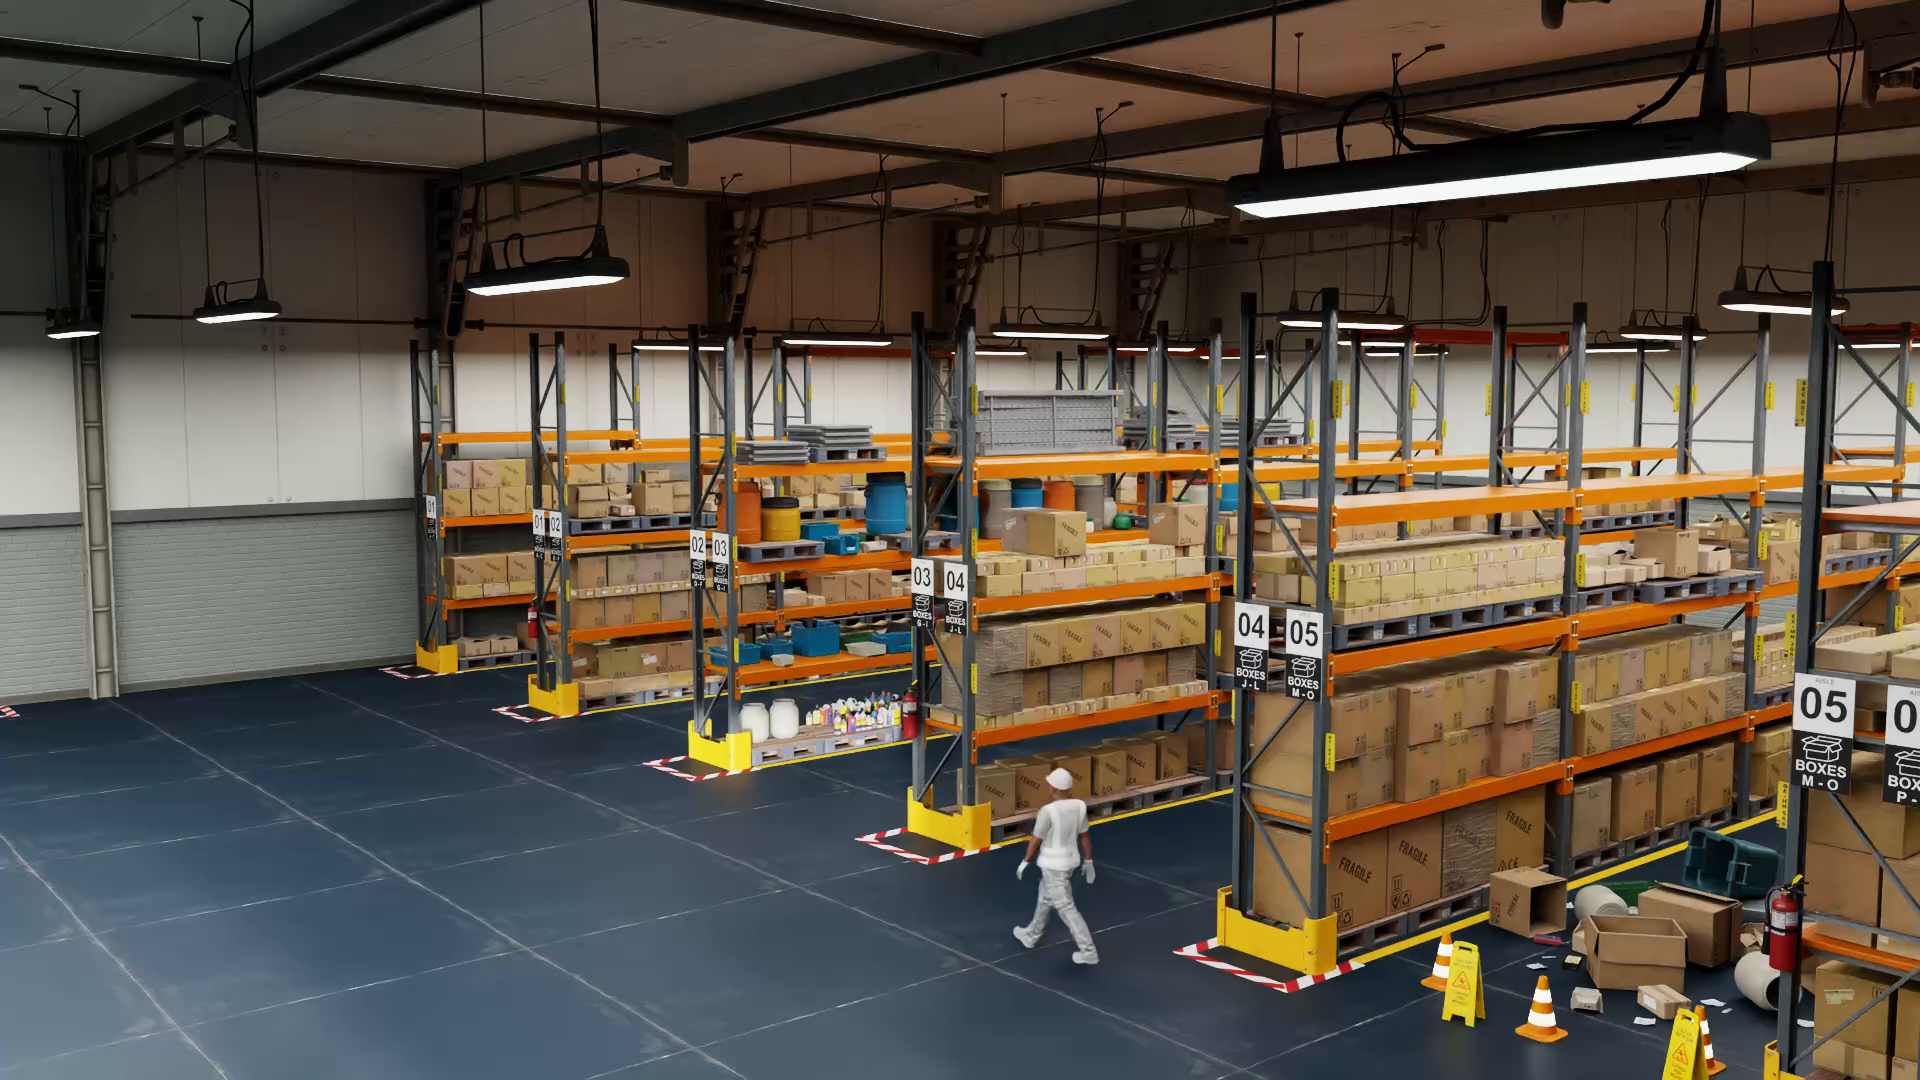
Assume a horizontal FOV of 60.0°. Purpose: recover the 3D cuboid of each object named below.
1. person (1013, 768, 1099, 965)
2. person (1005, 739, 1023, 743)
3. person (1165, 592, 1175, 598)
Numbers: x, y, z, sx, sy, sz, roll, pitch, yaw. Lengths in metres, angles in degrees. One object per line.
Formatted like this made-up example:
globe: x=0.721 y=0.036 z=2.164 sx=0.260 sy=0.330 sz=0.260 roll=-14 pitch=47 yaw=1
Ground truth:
person: x=0.827 y=2.909 z=14.960 sx=1.050 sy=1.740 sz=0.535 roll=3 pitch=6 yaw=32
person: x=0.665 y=2.085 z=24.181 sx=0.535 sy=1.703 sz=0.511 roll=1 pitch=5 yaw=13
person: x=3.887 y=1.375 z=31.372 sx=0.609 sy=1.799 sz=0.588 roll=-3 pitch=6 yaw=-26
